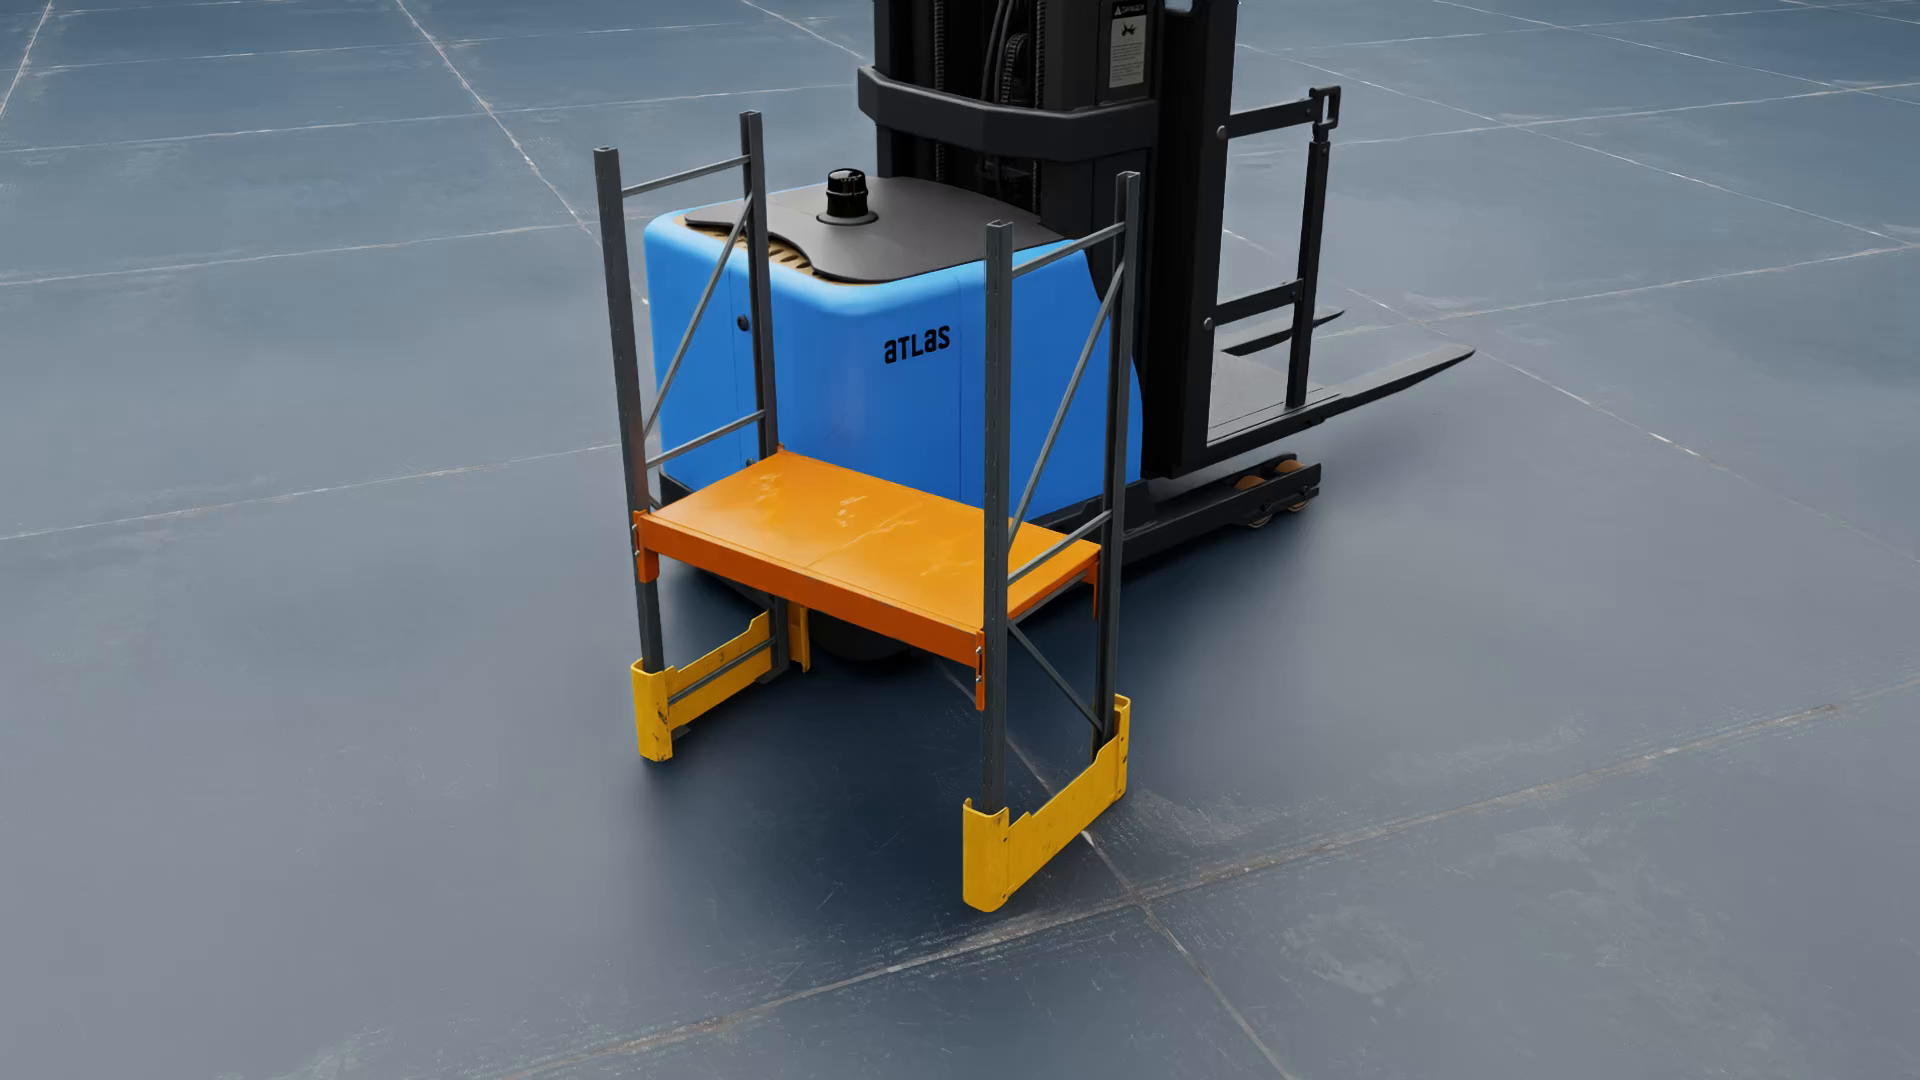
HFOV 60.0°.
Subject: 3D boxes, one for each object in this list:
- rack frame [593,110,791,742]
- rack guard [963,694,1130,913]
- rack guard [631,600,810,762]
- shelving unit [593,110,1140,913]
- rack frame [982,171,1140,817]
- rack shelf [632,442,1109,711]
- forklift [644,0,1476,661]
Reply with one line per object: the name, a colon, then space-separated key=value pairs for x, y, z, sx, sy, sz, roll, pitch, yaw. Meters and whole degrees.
rack frame: x=-0.621 y=-0.239 z=4.031 sx=0.032 sy=1.500 sz=0.500 roll=18 pitch=31 yaw=32
rack guard: x=0.203 y=0.582 z=3.772 sx=0.087 sy=0.250 sz=0.587 roll=18 pitch=31 yaw=32
rack guard: x=-0.605 y=0.327 z=4.295 sx=0.087 sy=0.250 sz=0.587 roll=18 pitch=31 yaw=32
shelving unit: x=-0.201 y=-0.107 z=3.759 sx=1.083 sy=1.500 sz=0.587 roll=18 pitch=31 yaw=32
rack frame: x=0.204 y=0.021 z=3.497 sx=0.032 sy=1.500 sz=0.500 roll=18 pitch=31 yaw=32
rack shelf: x=-0.208 y=0.052 z=3.843 sx=1.000 sy=0.185 sz=0.538 roll=18 pitch=31 yaw=32
forklift: x=0.551 y=-1.514 z=5.011 sx=3.031 sy=2.935 sz=1.130 roll=-20 pitch=32 yaw=-35
